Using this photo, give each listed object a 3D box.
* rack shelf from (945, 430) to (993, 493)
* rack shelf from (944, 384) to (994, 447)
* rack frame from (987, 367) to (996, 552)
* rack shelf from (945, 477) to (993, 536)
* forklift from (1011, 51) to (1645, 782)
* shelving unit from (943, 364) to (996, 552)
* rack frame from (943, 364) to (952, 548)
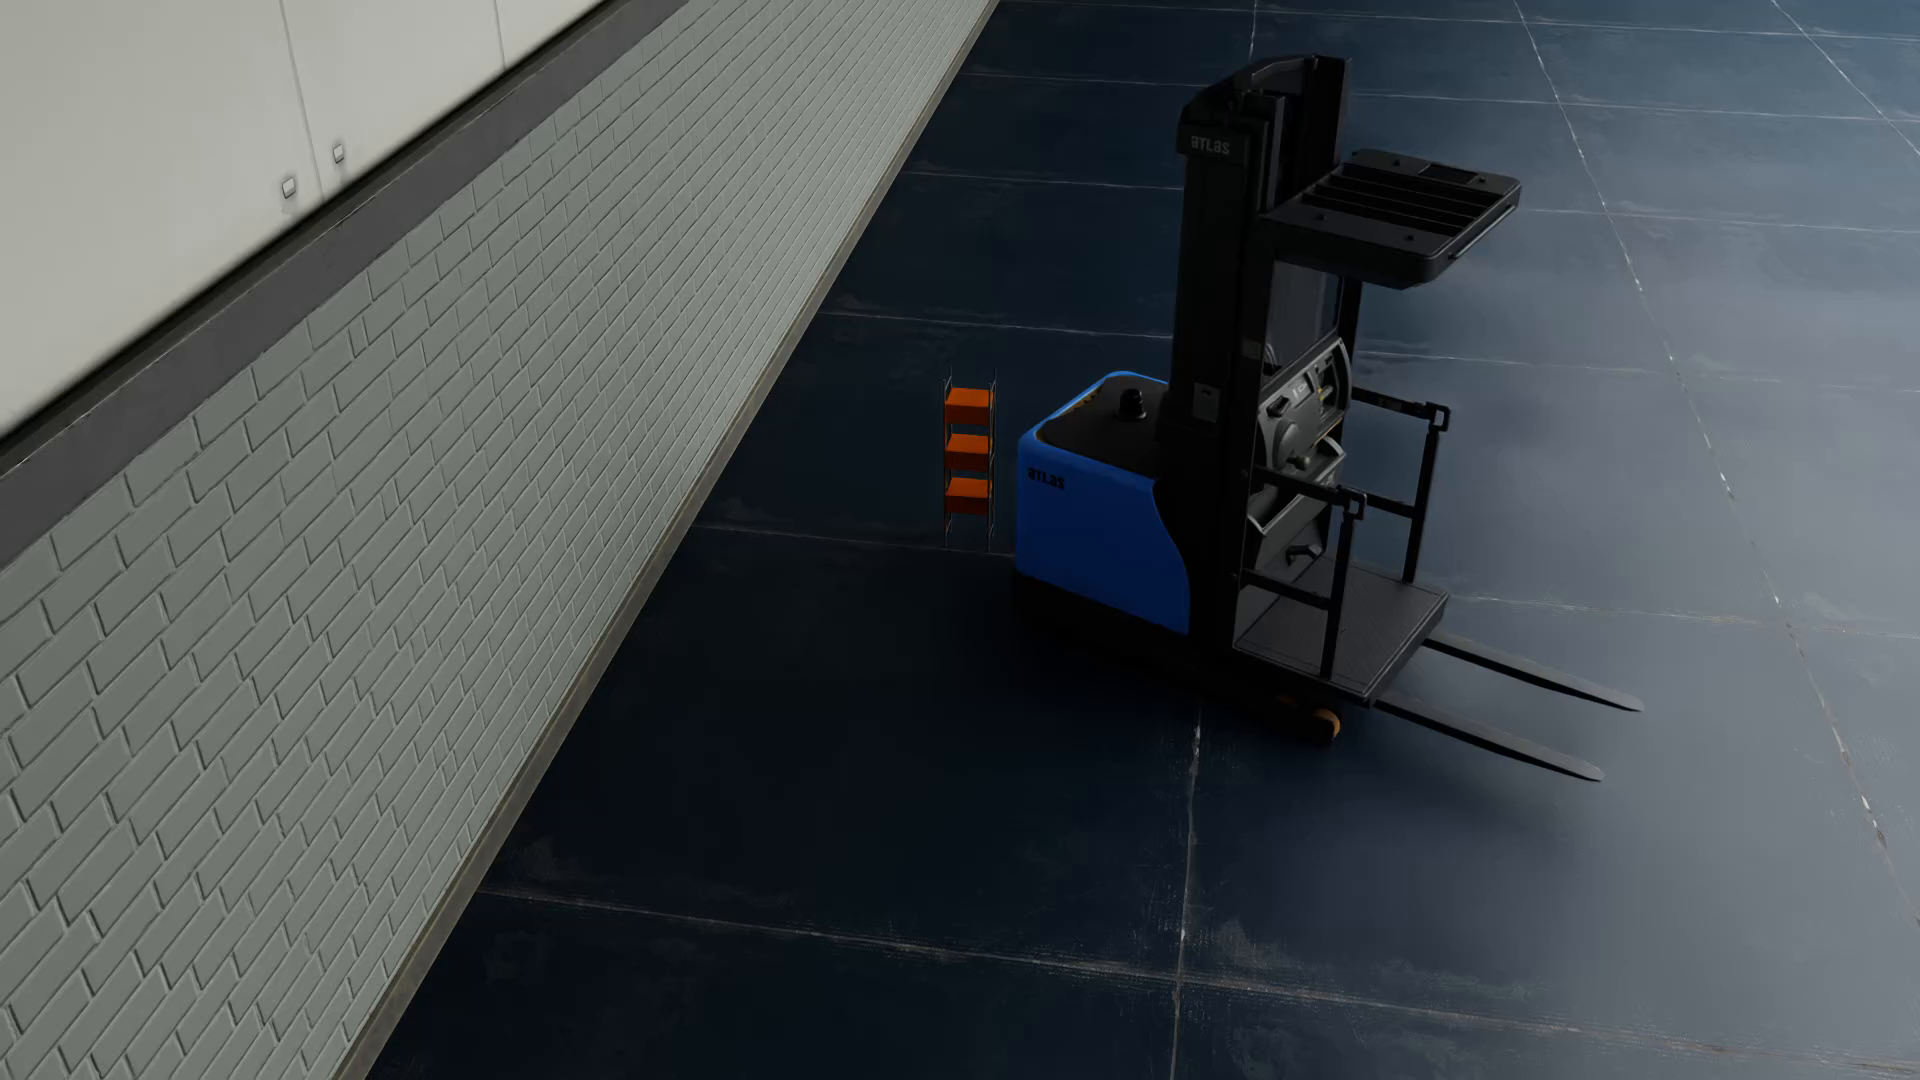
[{"bbox_3d":[0.053,-0.431,9.143,0.240,0.259,0.215,5,32,8],"label":"rack shelf"},{"bbox_3d":[0.053,-0.672,8.993,0.240,0.259,0.215,5,32,8],"label":"rack shelf"},{"bbox_3d":[0.173,-0.429,9.120,0.008,1.050,0.200,5,32,8],"label":"rack frame"},{"bbox_3d":[0.053,-0.196,9.291,0.240,0.259,0.215,5,32,8],"label":"rack shelf"},{"bbox_3d":[1.770,-0.598,7.616,3.031,2.935,1.130,20,37,29],"label":"forklift"},{"bbox_3d":[0.053,-0.440,9.138,0.252,1.050,0.215,5,32,8],"label":"shelving unit"},{"bbox_3d":[-0.068,-0.451,9.155,0.008,1.050,0.200,5,32,8],"label":"rack frame"}]
